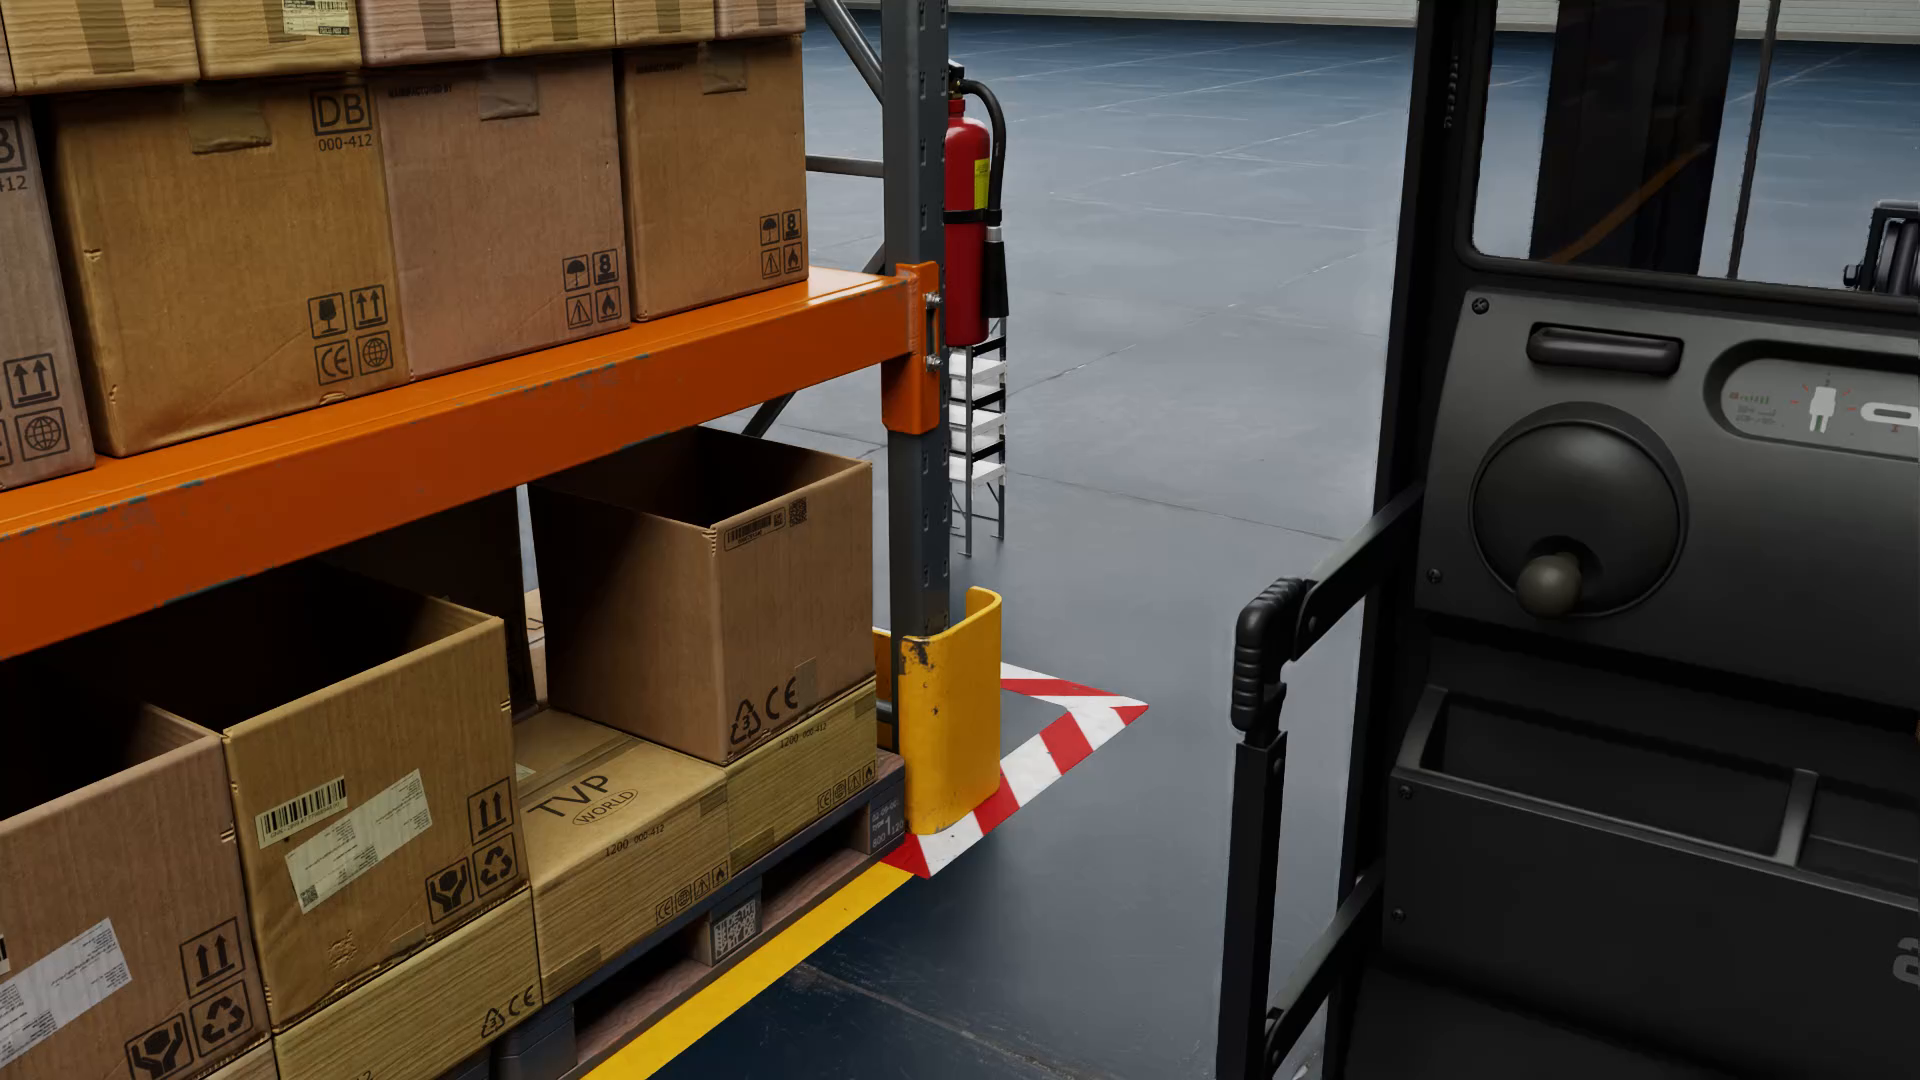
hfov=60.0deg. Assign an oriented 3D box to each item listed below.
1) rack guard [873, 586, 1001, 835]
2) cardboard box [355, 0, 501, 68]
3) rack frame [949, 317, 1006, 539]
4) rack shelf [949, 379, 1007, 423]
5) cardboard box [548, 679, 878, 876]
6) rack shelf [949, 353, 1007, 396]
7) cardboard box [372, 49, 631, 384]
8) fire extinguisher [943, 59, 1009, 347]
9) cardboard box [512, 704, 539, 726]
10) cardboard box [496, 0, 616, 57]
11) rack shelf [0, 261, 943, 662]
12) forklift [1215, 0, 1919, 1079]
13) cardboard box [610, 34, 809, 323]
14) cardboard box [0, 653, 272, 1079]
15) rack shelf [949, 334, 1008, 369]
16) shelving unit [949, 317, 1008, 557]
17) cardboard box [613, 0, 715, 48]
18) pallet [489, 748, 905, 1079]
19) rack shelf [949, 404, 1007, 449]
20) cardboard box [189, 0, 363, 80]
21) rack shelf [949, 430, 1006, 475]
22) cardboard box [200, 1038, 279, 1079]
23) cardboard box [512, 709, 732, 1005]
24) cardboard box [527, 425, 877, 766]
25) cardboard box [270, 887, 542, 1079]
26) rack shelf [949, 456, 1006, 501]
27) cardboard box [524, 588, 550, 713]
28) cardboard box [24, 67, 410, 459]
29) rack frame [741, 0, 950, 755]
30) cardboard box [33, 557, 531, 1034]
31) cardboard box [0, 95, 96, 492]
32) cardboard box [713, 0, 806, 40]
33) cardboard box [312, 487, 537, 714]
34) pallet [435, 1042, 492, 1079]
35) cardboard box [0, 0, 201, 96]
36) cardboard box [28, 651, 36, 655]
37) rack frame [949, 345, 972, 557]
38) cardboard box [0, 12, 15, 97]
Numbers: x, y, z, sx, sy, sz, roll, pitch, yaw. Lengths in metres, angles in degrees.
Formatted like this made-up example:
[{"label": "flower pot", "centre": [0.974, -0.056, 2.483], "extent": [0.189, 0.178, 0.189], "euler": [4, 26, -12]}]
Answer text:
[{"label": "rack guard", "centre": [-0.456, 0.303, 4.225], "extent": [1.175, 0.500, 0.348], "euler": [13, 24, 32]}, {"label": "cardboard box", "centre": [-0.959, -0.846, 2.650], "extent": [0.380, 0.149, 0.250], "euler": [14, 24, 33]}, {"label": "rack frame", "centre": [0.053, -0.449, 5.681], "extent": [0.240, 0.900, 0.006], "euler": [13, 24, 32]}, {"label": "rack shelf", "centre": [-0.005, -0.473, 5.583], "extent": [0.258, 0.077, 0.200], "euler": [13, 24, 32]}, {"label": "cardboard box", "centre": [-0.526, 0.442, 3.606], "extent": [0.500, 0.250, 0.500], "euler": [13, 24, 32]}, {"label": "rack shelf", "centre": [-0.005, -0.557, 5.552], "extent": [0.258, 0.077, 0.200], "euler": [13, 24, 32]}, {"label": "cardboard box", "centre": [-1.034, -0.626, 2.991], "extent": [0.700, 0.500, 0.500], "euler": [14, 24, 33]}, {"label": "fire extinguisher", "centre": [-0.019, -0.770, 3.633], "extent": [0.296, 0.674, 0.183], "euler": [13, 24, 32]}, {"label": "cardboard box", "centre": [-1.233, 0.485, 3.489], "extent": [0.500, 0.250, 0.500], "euler": [13, 24, 32]}, {"label": "cardboard box", "centre": [-0.816, -0.918, 2.844], "extent": [0.380, 0.149, 0.250], "euler": [13, 24, 31]}, {"label": "rack shelf", "centre": [-1.594, 0.049, 2.347], "extent": [1.077, 0.370, 4.000], "euler": [13, 24, 32]}, {"label": "forklift", "centre": [0.876, -0.030, 1.622], "extent": [1.130, 2.935, 3.031], "euler": [12, 24, 30]}, {"label": "cardboard box", "centre": [-0.742, -0.778, 3.400], "extent": [0.700, 0.500, 0.500], "euler": [13, 24, 32]}, {"label": "cardboard box", "centre": [-1.357, 0.523, 2.304], "extent": [0.500, 0.500, 0.500], "euler": [13, 24, 32]}, {"label": "rack shelf", "centre": [-0.005, -0.642, 5.520], "extent": [0.258, 0.077, 0.200], "euler": [13, 24, 32]}, {"label": "shelving unit", "centre": [-0.005, -0.420, 5.603], "extent": [0.258, 0.900, 0.210], "euler": [13, 24, 32]}, {"label": "cardboard box", "centre": [-0.673, -0.992, 3.043], "extent": [0.380, 0.149, 0.250], "euler": [14, 24, 33]}, {"label": "pallet", "centre": [-0.865, 0.673, 3.642], "extent": [1.003, 0.211, 1.213], "euler": [13, 24, 32]}, {"label": "rack shelf", "centre": [-0.005, -0.388, 5.614], "extent": [0.258, 0.077, 0.200], "euler": [13, 24, 32]}, {"label": "cardboard box", "centre": [-1.107, -0.771, 2.446], "extent": [0.380, 0.149, 0.250], "euler": [14, 25, 33]}, {"label": "rack shelf", "centre": [-0.005, -0.304, 5.645], "extent": [0.258, 0.077, 0.200], "euler": [13, 24, 32]}, {"label": "cardboard box", "centre": [-1.360, 0.874, 2.436], "extent": [0.500, 0.250, 0.500], "euler": [13, 24, 32]}, {"label": "cardboard box", "centre": [-0.798, 0.587, 3.211], "extent": [0.500, 0.250, 0.500], "euler": [13, 24, 32]}, {"label": "cardboard box", "centre": [-0.525, 0.090, 3.474], "extent": [0.500, 0.500, 0.500], "euler": [13, 24, 32]}, {"label": "cardboard box", "centre": [-1.077, 0.731, 2.823], "extent": [0.500, 0.250, 0.500], "euler": [13, 24, 32]}, {"label": "rack shelf", "centre": [-0.005, -0.220, 5.677], "extent": [0.258, 0.077, 0.200], "euler": [13, 24, 32]}, {"label": "cardboard box", "centre": [-0.955, 0.341, 3.879], "extent": [0.500, 0.250, 0.500], "euler": [13, 24, 32]}, {"label": "cardboard box", "centre": [-1.318, -0.485, 2.608], "extent": [0.700, 0.500, 0.500], "euler": [13, 24, 32]}, {"label": "rack frame", "centre": [-0.469, -0.863, 3.773], "extent": [1.000, 3.000, 0.127], "euler": [13, 24, 32]}, {"label": "cardboard box", "centre": [-1.075, 0.380, 2.691], "extent": [0.500, 0.500, 0.500], "euler": [13, 24, 32]}, {"label": "cardboard box", "centre": [-1.610, -0.333, 2.198], "extent": [0.700, 0.500, 0.500], "euler": [14, 25, 33]}, {"label": "cardboard box", "centre": [-0.527, -1.067, 3.246], "extent": [0.380, 0.149, 0.250], "euler": [13, 24, 31]}, {"label": "cardboard box", "centre": [-1.234, 0.133, 3.360], "extent": [0.500, 0.500, 0.500], "euler": [13, 24, 32]}, {"label": "pallet", "centre": [-1.551, 1.021, 2.699], "extent": [1.003, 0.211, 1.213], "euler": [13, 24, 32]}, {"label": "cardboard box", "centre": [-1.253, -0.695, 2.241], "extent": [0.380, 0.149, 0.250], "euler": [14, 25, 33]}, {"label": "cardboard box", "centre": [-1.505, 0.279, 2.965], "extent": [0.500, 0.500, 0.500], "euler": [13, 24, 32]}, {"label": "rack frame", "centre": [-0.062, -0.391, 5.524], "extent": [0.240, 0.900, 0.006], "euler": [13, 24, 32]}, {"label": "cardboard box", "centre": [-1.397, -0.621, 2.042], "extent": [0.380, 0.149, 0.250], "euler": [13, 24, 31]}]
